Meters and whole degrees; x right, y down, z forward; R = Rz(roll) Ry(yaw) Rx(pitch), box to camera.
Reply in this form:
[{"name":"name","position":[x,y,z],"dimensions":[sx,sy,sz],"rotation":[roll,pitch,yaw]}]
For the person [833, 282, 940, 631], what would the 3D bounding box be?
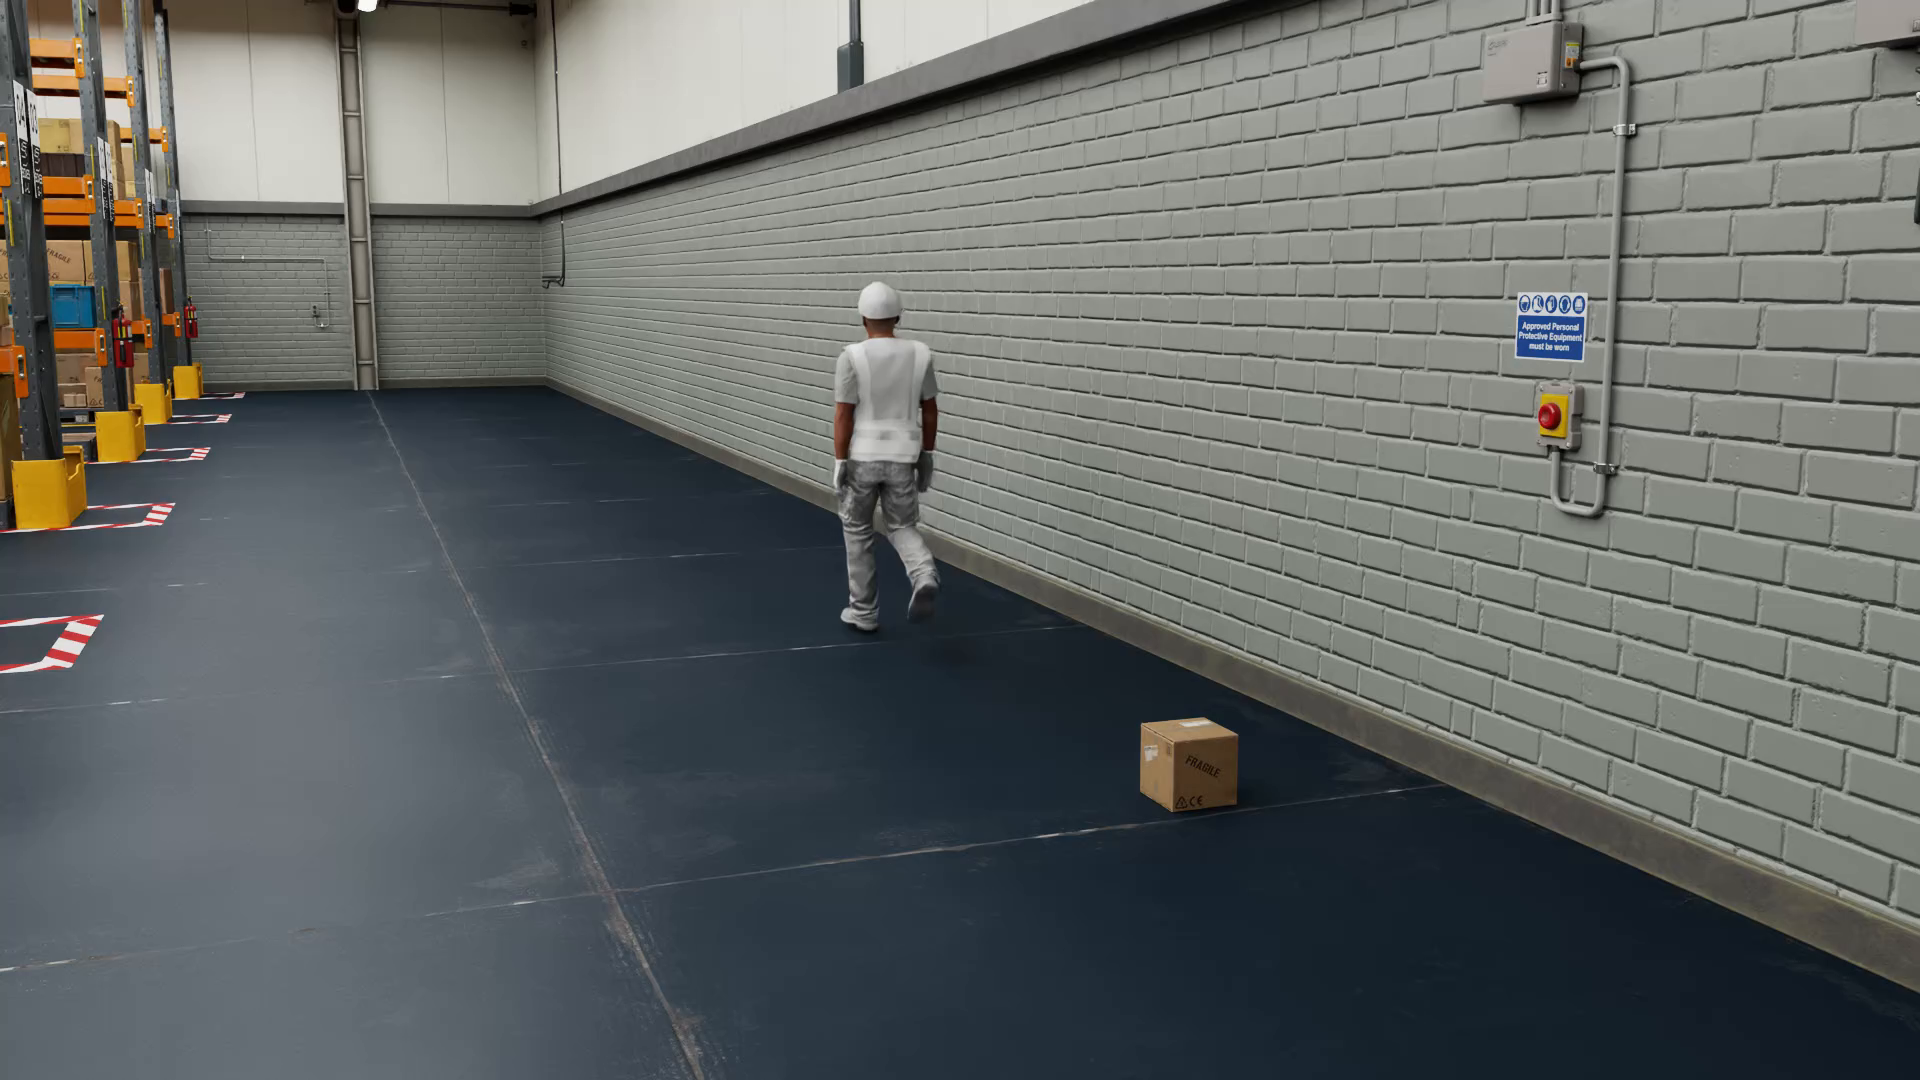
[{"name":"person","position":[-0.368,-0.400,8.314],"dimensions":[0.562,1.763,0.773],"rotation":[-4,10,-24]}]
